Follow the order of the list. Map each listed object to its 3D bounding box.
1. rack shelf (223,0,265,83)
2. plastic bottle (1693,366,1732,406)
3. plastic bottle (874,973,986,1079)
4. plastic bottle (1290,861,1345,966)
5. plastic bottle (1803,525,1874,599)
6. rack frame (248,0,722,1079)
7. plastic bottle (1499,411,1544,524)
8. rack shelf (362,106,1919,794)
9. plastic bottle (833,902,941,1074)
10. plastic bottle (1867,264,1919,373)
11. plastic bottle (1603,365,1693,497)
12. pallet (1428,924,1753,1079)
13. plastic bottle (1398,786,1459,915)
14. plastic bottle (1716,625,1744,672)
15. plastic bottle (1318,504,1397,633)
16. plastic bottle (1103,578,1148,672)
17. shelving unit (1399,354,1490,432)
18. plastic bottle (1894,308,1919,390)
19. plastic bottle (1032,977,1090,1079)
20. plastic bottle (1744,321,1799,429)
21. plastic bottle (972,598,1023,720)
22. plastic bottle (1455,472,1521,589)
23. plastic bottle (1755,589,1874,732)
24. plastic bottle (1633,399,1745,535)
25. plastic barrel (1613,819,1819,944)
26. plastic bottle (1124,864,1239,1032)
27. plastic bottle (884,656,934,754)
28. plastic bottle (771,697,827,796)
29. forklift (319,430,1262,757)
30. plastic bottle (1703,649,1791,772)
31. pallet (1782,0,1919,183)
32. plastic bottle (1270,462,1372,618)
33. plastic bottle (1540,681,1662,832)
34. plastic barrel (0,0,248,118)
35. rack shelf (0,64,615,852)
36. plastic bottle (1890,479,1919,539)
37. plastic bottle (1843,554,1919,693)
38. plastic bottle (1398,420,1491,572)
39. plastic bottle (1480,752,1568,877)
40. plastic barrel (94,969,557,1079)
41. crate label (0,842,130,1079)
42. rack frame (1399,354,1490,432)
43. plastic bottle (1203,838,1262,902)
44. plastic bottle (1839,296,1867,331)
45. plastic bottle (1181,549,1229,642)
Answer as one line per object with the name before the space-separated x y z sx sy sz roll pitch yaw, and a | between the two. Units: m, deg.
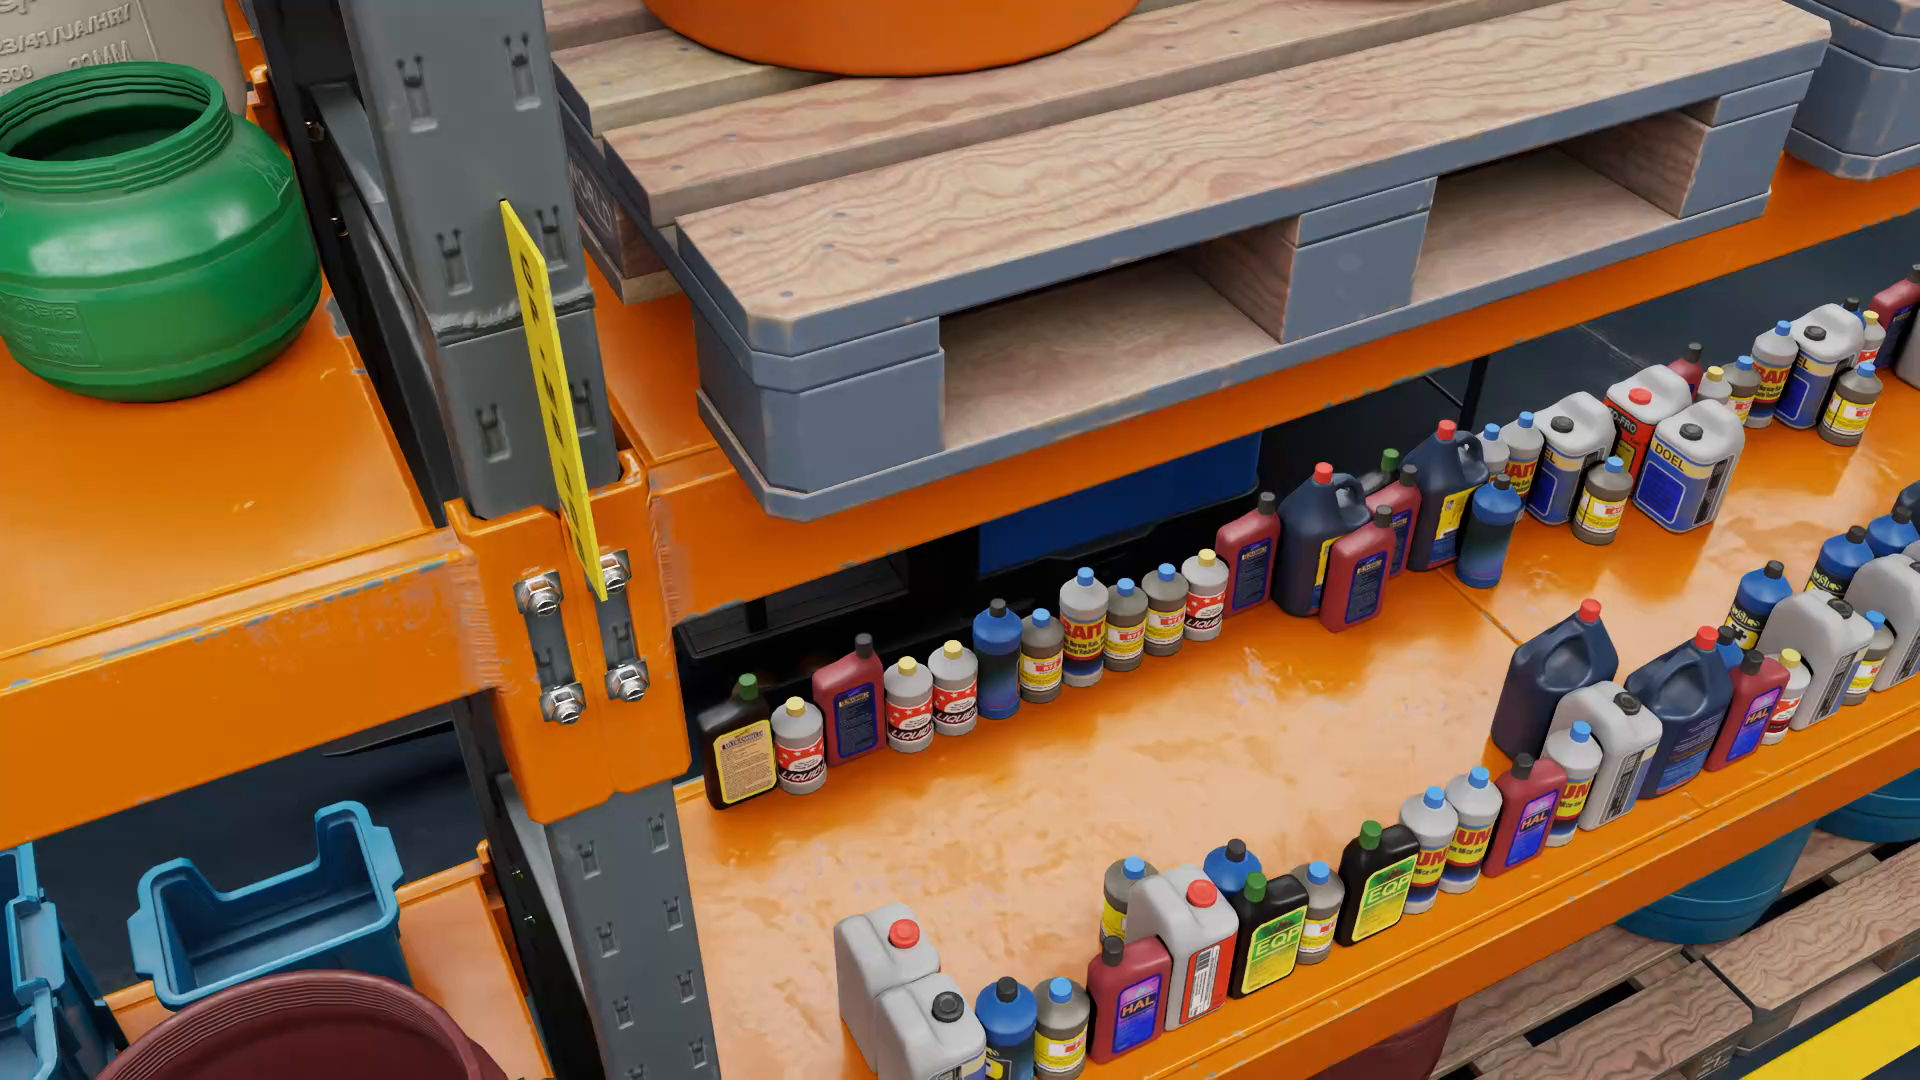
rack shelf | -1.088 -2.470 6.904 4.000 0.370 1.077 -19 44 -21
plastic bottle | 1.771 -0.320 3.961 0.097 0.201 0.097 0 40 0
plastic bottle | -0.044 0.795 2.585 0.135 0.276 0.152 -19 44 -21
plastic bottle | 0.600 0.627 2.842 0.097 0.201 0.097 0 40 0
plastic bottle | 1.806 0.083 3.429 0.097 0.271 0.097 0 40 0
rack frame | -0.577 0.691 2.611 0.127 3.000 1.000 -19 44 -21
plastic bottle | 1.242 -0.169 3.727 0.097 0.271 0.097 0 40 0
rack shelf | 1.197 -0.776 2.580 4.000 0.370 1.077 -19 44 -21
plastic bottle | -0.114 0.708 2.688 0.135 0.276 0.152 -19 44 -21
plastic bottle | 2.330 -0.553 4.172 0.133 0.283 0.061 -19 44 -21
plastic bottle | 1.563 -0.259 3.830 0.135 0.276 0.152 -19 44 -21
pallet | 1.183 1.135 4.246 1.213 0.211 1.003 -19 44 -21
plastic bottle | 0.805 0.531 2.901 0.097 0.271 0.097 0 40 0
plastic bottle | 1.437 0.274 3.204 0.097 0.271 0.097 0 40 0
plastic bottle | 0.829 0.057 3.451 0.133 0.283 0.061 -19 44 -21
plastic bottle | 0.332 0.164 3.388 0.097 0.201 0.097 0 40 0
shelving unit | 1.321 -0.958 5.721 1.048 1.500 0.538 -17 43 -19
plastic bottle | 2.473 -0.552 4.119 0.185 0.351 0.144 -19 44 -21
plastic bottle | 0.158 0.775 2.666 0.097 0.201 0.097 0 40 0
plastic bottle | 1.944 -0.405 4.007 0.097 0.271 0.097 0 40 0
plastic bottle | 0.073 0.224 3.263 0.097 0.271 0.097 0 40 0
plastic bottle | 1.136 -0.028 3.561 0.097 0.271 0.097 0 40 0
plastic bottle | 1.674 0.217 3.268 0.135 0.276 0.152 -19 44 -21
plastic bottle | 1.633 -0.172 3.727 0.135 0.276 0.152 -19 44 -21
plastic barrel | 1.852 0.502 4.134 0.708 0.901 0.600 -19 44 -21
plastic bottle | 0.366 0.657 2.748 0.135 0.276 0.152 -19 44 -21
plastic bottle | -0.100 0.309 3.217 0.097 0.201 0.097 0 40 0
plastic bottle | -0.305 0.378 3.135 0.097 0.201 0.097 0 40 0
forklift | -0.566 -0.948 4.601 3.031 2.935 1.130 -17 43 -19
plastic bottle | 1.490 0.309 3.153 0.133 0.283 0.061 -19 44 -21
pallet | 1.316 -0.945 2.369 1.213 0.211 1.003 -19 44 -21
plastic bottle | 0.759 -0.020 3.490 0.185 0.351 0.144 -19 44 -21
plastic bottle | 1.186 0.381 3.074 0.135 0.276 0.152 -19 44 -21
plastic barrel | -0.994 -0.579 1.704 0.421 0.512 0.421 0 40 0
rack shelf | -2.351 0.418 1.170 4.000 0.370 1.077 -19 44 -21
plastic bottle | 2.076 -0.049 3.524 0.185 0.351 0.144 -19 44 -21
plastic bottle | 1.880 0.148 3.350 0.135 0.276 0.152 -19 44 -21
plastic bottle | 1.041 -0.115 3.602 0.185 0.351 0.144 -19 44 -21
plastic bottle | 1.002 0.473 2.959 0.133 0.283 0.061 -19 44 -21
plastic barrel | -0.849 0.952 2.199 0.708 0.536 0.600 -19 44 -21
crate label | -1.583 0.819 2.433 0.616 0.435 0.502 -19 44 -21
rack frame | 1.782 -1.098 5.886 0.032 1.500 0.500 -17 43 -19
plastic bottle | 0.454 0.605 2.813 0.097 0.271 0.097 0 40 0
plastic bottle | 2.150 -0.474 4.088 0.097 0.271 0.097 0 40 0
plastic bottle | 0.504 0.106 3.457 0.097 0.201 0.097 0 40 0
